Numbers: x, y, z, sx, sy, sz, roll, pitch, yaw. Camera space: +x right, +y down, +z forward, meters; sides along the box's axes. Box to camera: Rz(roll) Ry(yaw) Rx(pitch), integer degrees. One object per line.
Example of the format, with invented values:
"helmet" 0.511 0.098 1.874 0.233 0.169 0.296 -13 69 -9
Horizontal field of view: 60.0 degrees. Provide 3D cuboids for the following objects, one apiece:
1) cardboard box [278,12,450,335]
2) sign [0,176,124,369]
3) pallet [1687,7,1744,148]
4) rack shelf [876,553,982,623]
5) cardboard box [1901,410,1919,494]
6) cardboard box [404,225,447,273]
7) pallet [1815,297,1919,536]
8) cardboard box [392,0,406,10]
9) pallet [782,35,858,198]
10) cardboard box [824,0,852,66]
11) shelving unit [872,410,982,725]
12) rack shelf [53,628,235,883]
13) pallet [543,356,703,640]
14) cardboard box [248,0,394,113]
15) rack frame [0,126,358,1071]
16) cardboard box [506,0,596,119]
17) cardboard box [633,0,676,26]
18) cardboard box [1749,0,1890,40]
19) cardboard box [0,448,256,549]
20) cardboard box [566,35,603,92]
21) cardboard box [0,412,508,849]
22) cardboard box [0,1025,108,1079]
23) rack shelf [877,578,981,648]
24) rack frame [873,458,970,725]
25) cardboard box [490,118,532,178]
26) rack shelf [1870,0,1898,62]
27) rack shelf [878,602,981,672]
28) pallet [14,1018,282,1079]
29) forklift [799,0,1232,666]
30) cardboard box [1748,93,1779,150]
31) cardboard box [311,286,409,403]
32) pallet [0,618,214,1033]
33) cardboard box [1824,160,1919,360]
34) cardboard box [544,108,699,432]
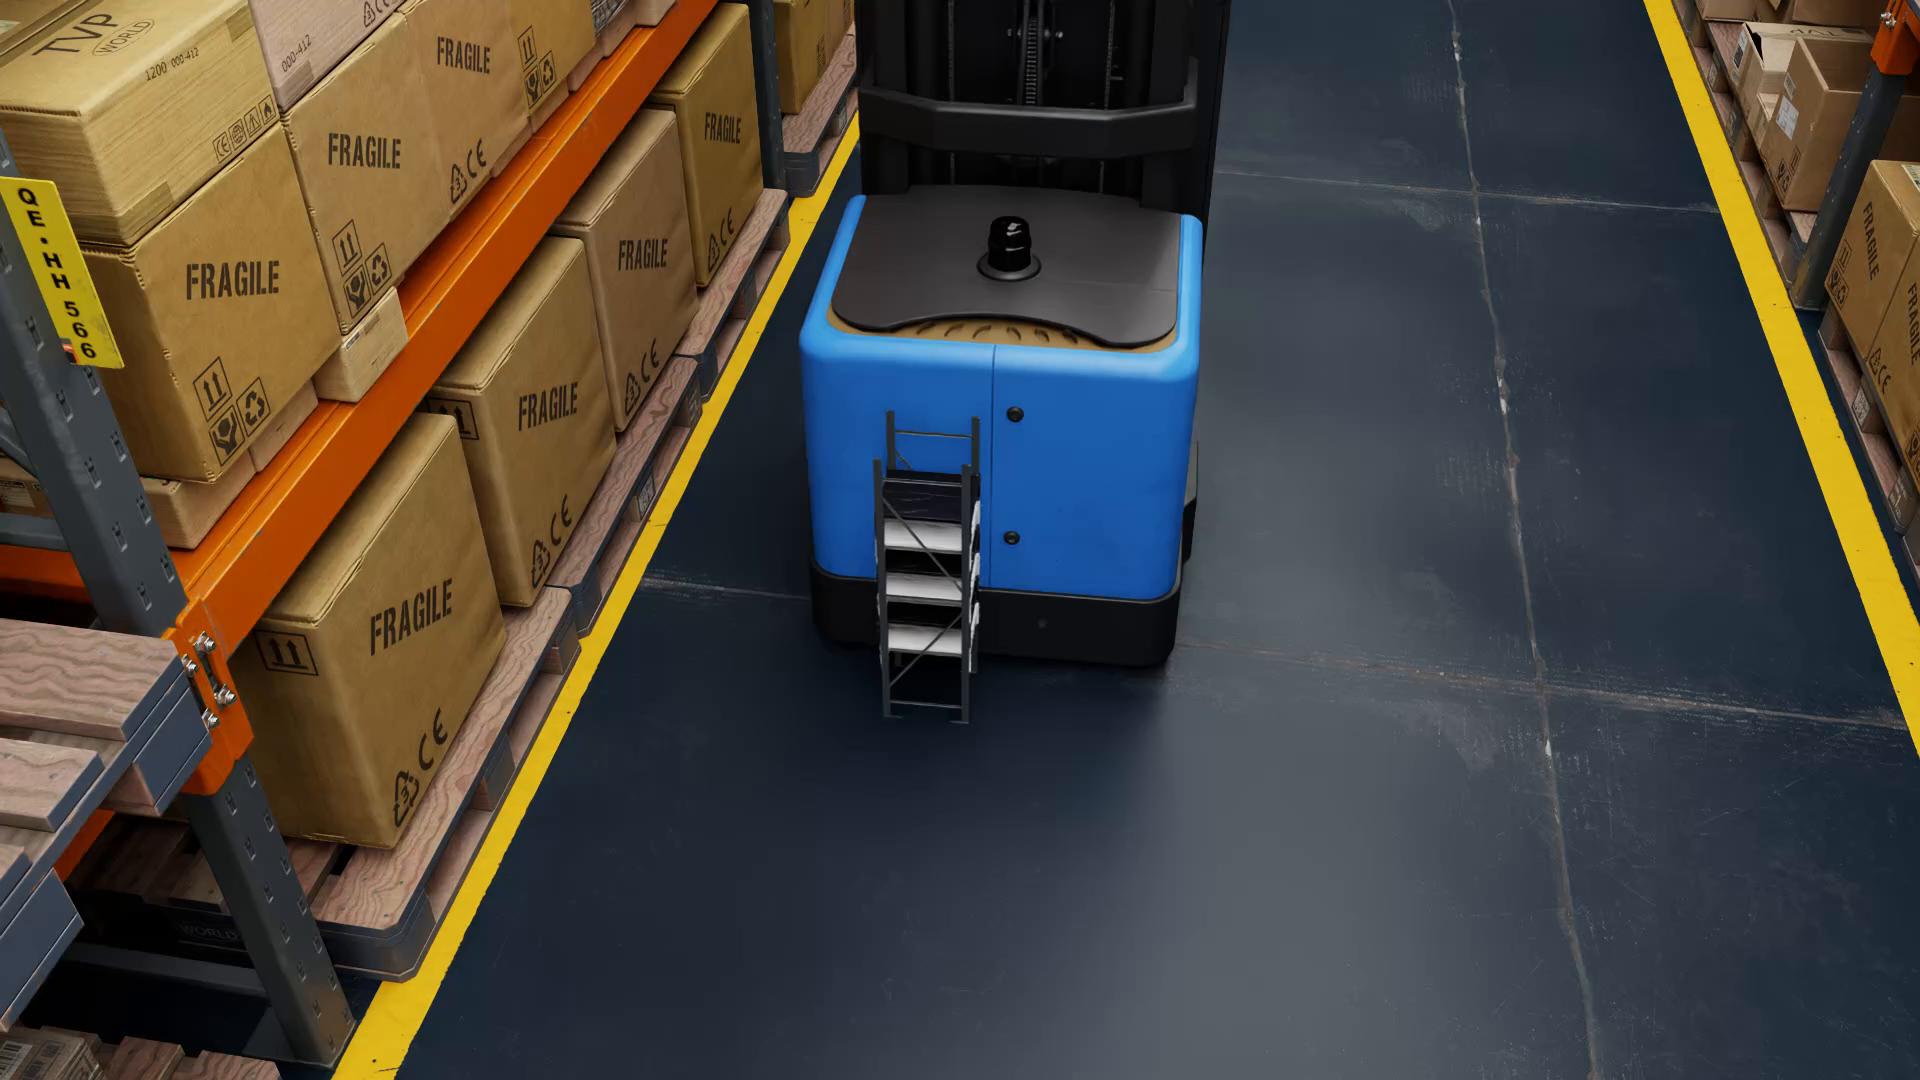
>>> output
"cardboard box" -1.473 -0.806 3.543 0.500 0.500 0.500 8 40 9
"sign" -1.372 -0.402 2.536 0.100 0.325 0.005 6 40 8
"pallet" 3.992 -2.131 7.662 1.003 0.211 1.213 6 40 8
"rack shelf" -0.082 0.117 4.454 0.258 0.077 0.200 4 40 5
"cardboard box" 3.164 -0.288 4.860 0.500 0.500 0.500 7 40 8
"cardboard box" -1.483 -0.782 4.024 0.380 0.149 0.250 7 40 9
"pallet" 3.560 -0.418 5.590 1.003 0.211 1.213 6 40 8
"cardboard box" -1.401 -1.399 3.671 0.500 0.250 0.500 7 40 8
"pallet" -1.008 -1.945 7.437 1.003 0.211 1.213 6 40 8
"cardboard box" -0.896 -2.522 7.579 0.700 0.500 0.500 6 40 7
"shelving unit" -0.082 0.092 4.433 0.258 0.900 0.210 4 40 5
"rack shelf" -2.255 1.492 1.656 1.077 0.370 4.000 6 40 8
"pallet" -1.484 -0.216 5.345 1.003 0.211 1.213 6 40 8
"cardboard box" -1.484 -1.084 3.291 0.500 0.250 0.500 6 40 7
"rack frame" -1.909 -0.041 2.945 1.000 3.000 0.127 6 40 8
"cardboard box" -1.303 -1.445 4.316 0.500 0.500 0.500 7 40 9
"cardboard box" -1.093 -1.728 5.167 0.380 0.149 0.250 6 40 8
"cardboard box" 3.983 -2.394 7.406 0.797 0.503 0.637 6 40 8
"cardboard box" -1.623 -0.133 3.238 0.380 0.149 0.250 6 40 7
"cardboard box" -1.259 -1.426 4.802 0.380 0.149 0.250 5 40 6
"cardboard box" -1.652 0.179 4.037 0.750 0.750 0.750 6 40 7
"cardboard box" -1.982 1.211 3.048 0.700 0.500 0.500 7 40 8
"rack shelf" -0.082 0.187 4.511 0.258 0.077 0.200 4 40 5
"rack frame" -0.094 0.156 4.355 0.240 0.900 0.006 4 40 5
"cardboard box" -1.369 -1.096 4.404 0.380 0.149 0.250 7 40 8
"rack shelf" 4.009 -2.985 7.071 1.077 0.370 4.000 6 40 8
"rack shelf" -0.082 0.256 4.569 0.258 0.077 0.200 4 40 5
"pallet" -2.045 1.524 3.241 1.003 0.211 1.213 6 40 8
"forklift" 0.266 -1.707 5.015 1.130 2.935 3.031 4 40 5
"cardboard box" 3.488 -1.709 6.855 0.380 0.149 0.250 6 40 8
"cardboard box" -1.442 -0.447 3.618 0.380 0.149 0.250 8 40 9
"pallet" -1.927 0.492 2.451 1.213 0.211 1.003 6 40 8
"cardboard box" 3.340 -0.937 5.645 0.500 0.500 0.500 5 40 6
"cardboard box" -1.352 -0.904 5.347 0.750 0.750 0.750 8 40 9
